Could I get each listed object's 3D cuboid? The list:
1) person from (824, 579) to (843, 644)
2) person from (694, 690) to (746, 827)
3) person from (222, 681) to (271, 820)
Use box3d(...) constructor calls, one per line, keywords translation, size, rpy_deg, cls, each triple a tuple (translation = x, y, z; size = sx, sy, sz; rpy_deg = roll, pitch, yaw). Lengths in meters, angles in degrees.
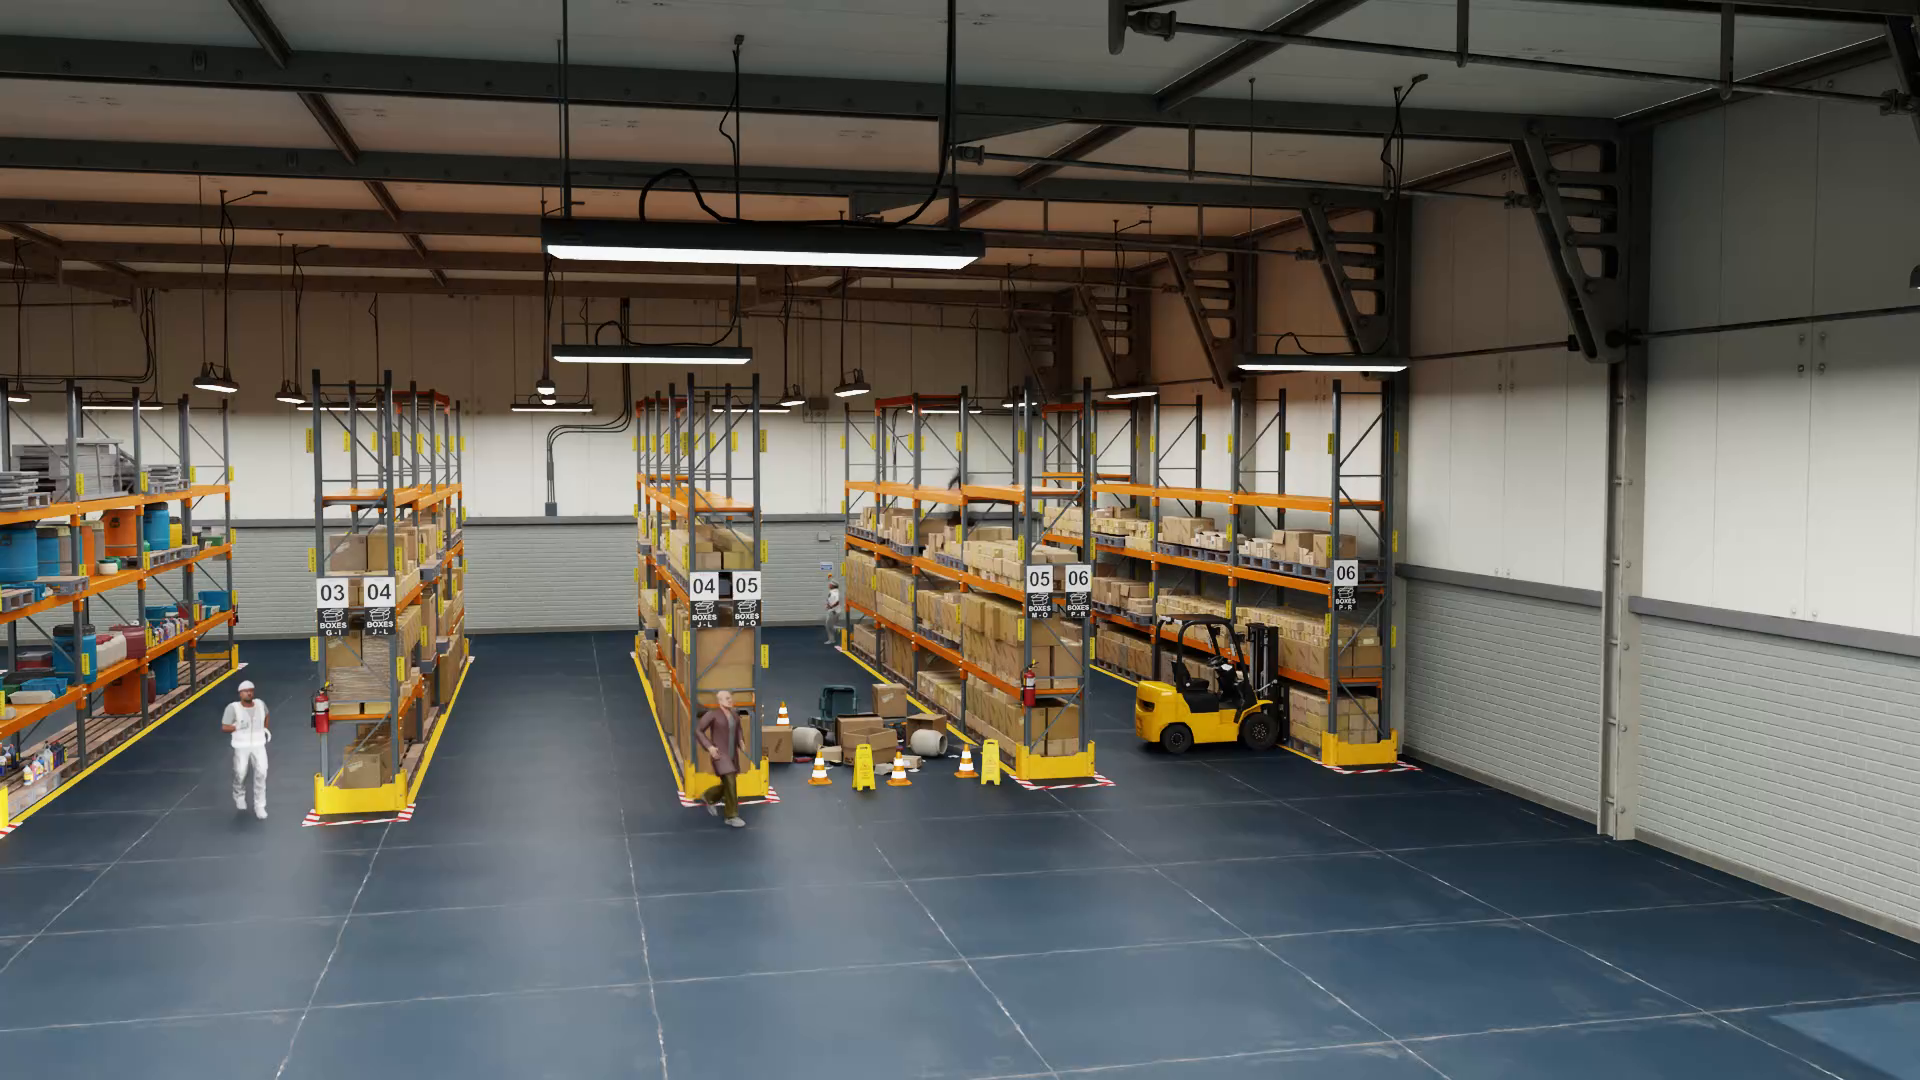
box3d(translation=(-3.086, 1.791, 41.621), size=(0.643, 1.656, 0.614), rpy_deg=(0, 3, -3), cls="person")
box3d(translation=(-3.130, 2.851, 21.895), size=(0.895, 1.754, 0.736), rpy_deg=(2, 4, 35), cls="person")
box3d(translation=(-9.560, 2.801, 22.339), size=(0.666, 1.824, 0.813), rpy_deg=(-2, 4, -36), cls="person")
